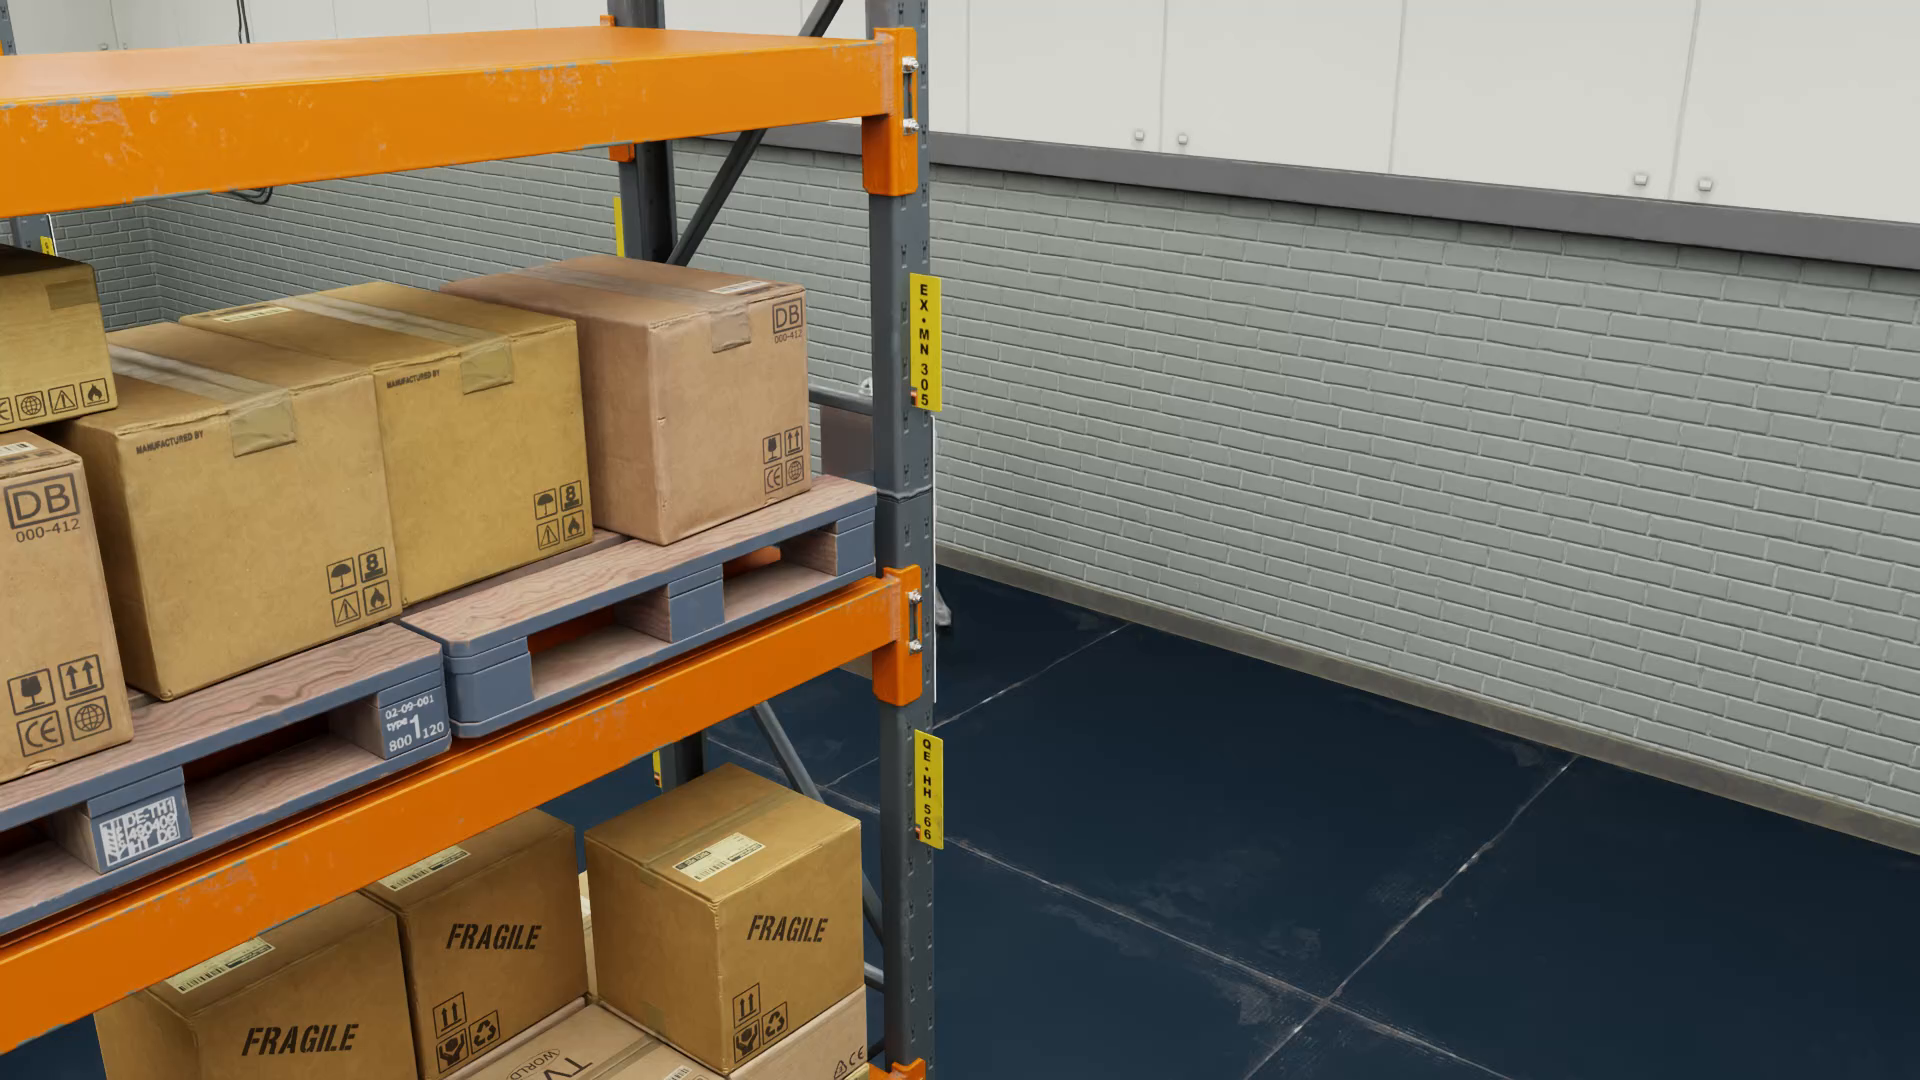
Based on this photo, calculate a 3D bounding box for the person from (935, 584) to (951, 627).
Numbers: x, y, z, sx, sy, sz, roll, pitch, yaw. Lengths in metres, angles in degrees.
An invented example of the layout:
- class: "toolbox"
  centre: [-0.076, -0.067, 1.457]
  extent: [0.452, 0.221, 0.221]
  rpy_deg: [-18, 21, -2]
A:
- class: "person"
  centre: [-0.456, -0.245, 10.717]
  extent: [0.853, 1.721, 0.595]
  rpy_deg: [19, 27, 42]
